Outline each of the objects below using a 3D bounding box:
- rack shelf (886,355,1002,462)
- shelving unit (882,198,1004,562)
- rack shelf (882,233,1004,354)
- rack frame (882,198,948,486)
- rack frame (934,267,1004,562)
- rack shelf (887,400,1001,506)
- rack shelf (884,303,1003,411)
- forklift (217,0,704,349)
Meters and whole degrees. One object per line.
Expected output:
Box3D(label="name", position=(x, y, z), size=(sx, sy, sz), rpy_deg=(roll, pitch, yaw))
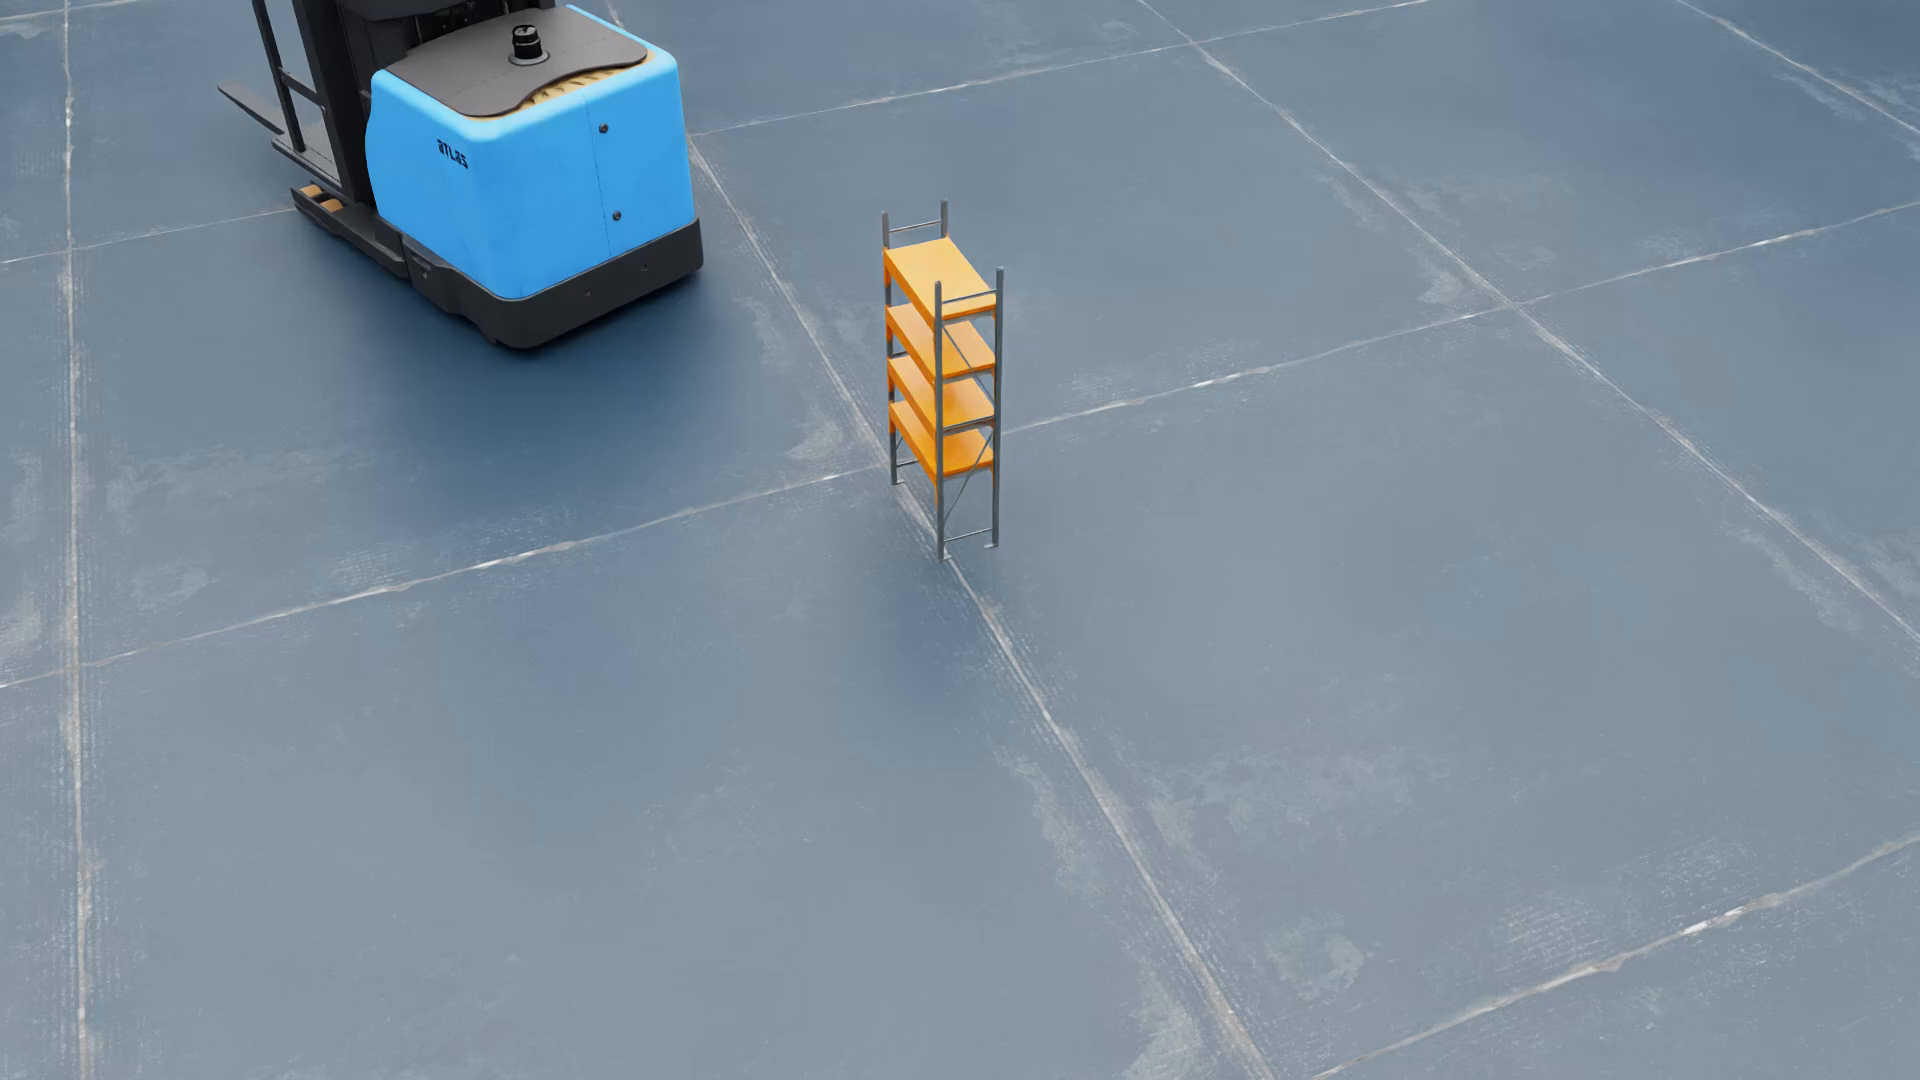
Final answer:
Box3D(label="rack shelf", position=(-0.063, -0.504, 6.019), size=(0.258, 0.148, 0.480), rpy_deg=(-15, 43, -17))
Box3D(label="shelving unit", position=(-0.063, -0.555, 5.975), size=(0.258, 1.200, 0.503), rpy_deg=(-15, 43, -17))
Box3D(label="rack shelf", position=(-0.063, -0.853, 5.719), size=(0.258, 0.148, 0.480), rpy_deg=(-15, 43, -17))
Box3D(label="rack frame", position=(-0.157, -0.702, 6.146), size=(0.240, 1.200, 0.015), rpy_deg=(-15, 43, -17))
Box3D(label="rack frame", position=(0.030, -0.408, 5.804), size=(0.240, 1.200, 0.015), rpy_deg=(-15, 43, -17))
Box3D(label="rack shelf", position=(-0.063, -0.353, 6.148), size=(0.258, 0.148, 0.480), rpy_deg=(-15, 43, -17))
Box3D(label="rack shelf", position=(-0.063, -0.673, 5.873), size=(0.258, 0.148, 0.480), rpy_deg=(-15, 43, -17))
Box3D(label="forklift", position=(-2.572, -2.782, 7.237), size=(3.031, 2.935, 1.130), rpy_deg=(33, 51, 32))
